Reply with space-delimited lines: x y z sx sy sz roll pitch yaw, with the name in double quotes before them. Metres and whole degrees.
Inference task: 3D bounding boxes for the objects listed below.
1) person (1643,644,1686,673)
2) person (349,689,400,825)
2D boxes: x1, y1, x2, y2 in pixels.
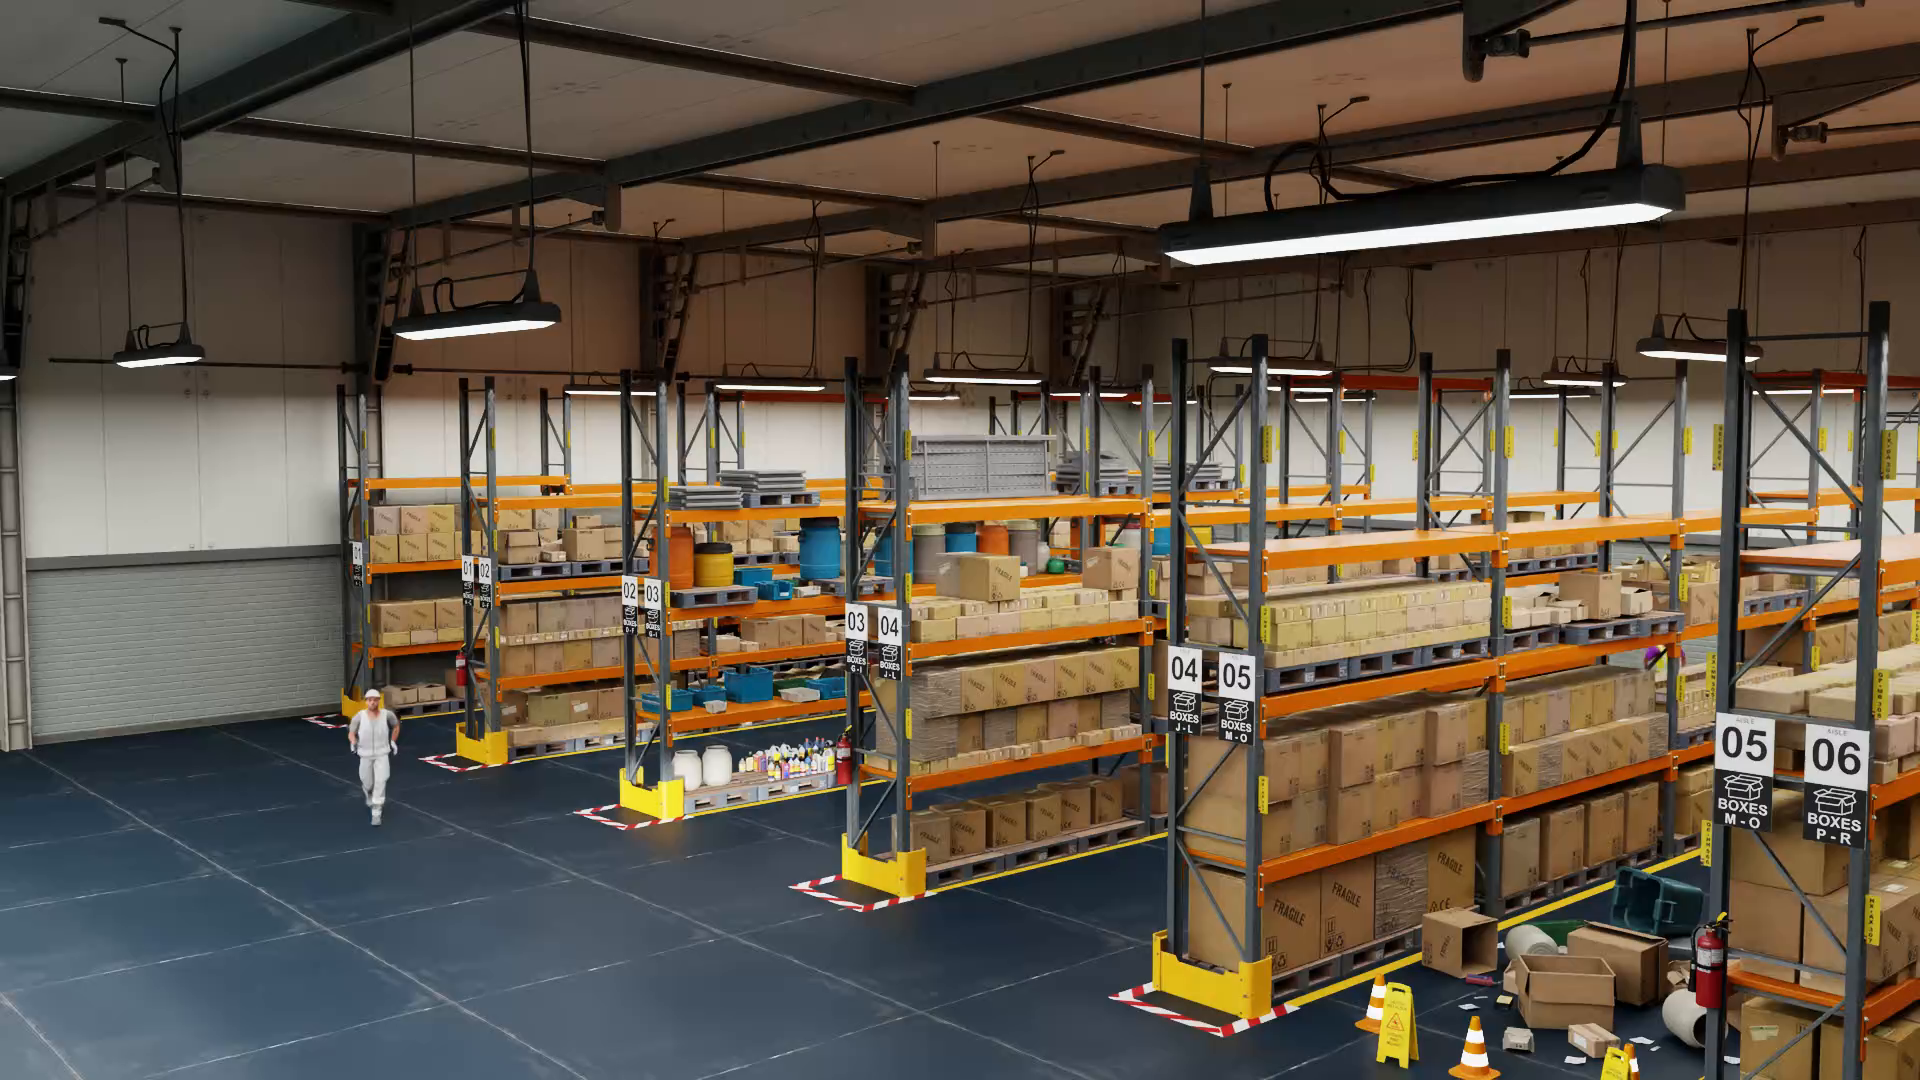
"person" 12.332 2.389 29.015 0.756 1.737 0.852 -1 4 -10
"person" -7.760 2.837 22.053 0.643 1.758 0.873 -1 4 -19
